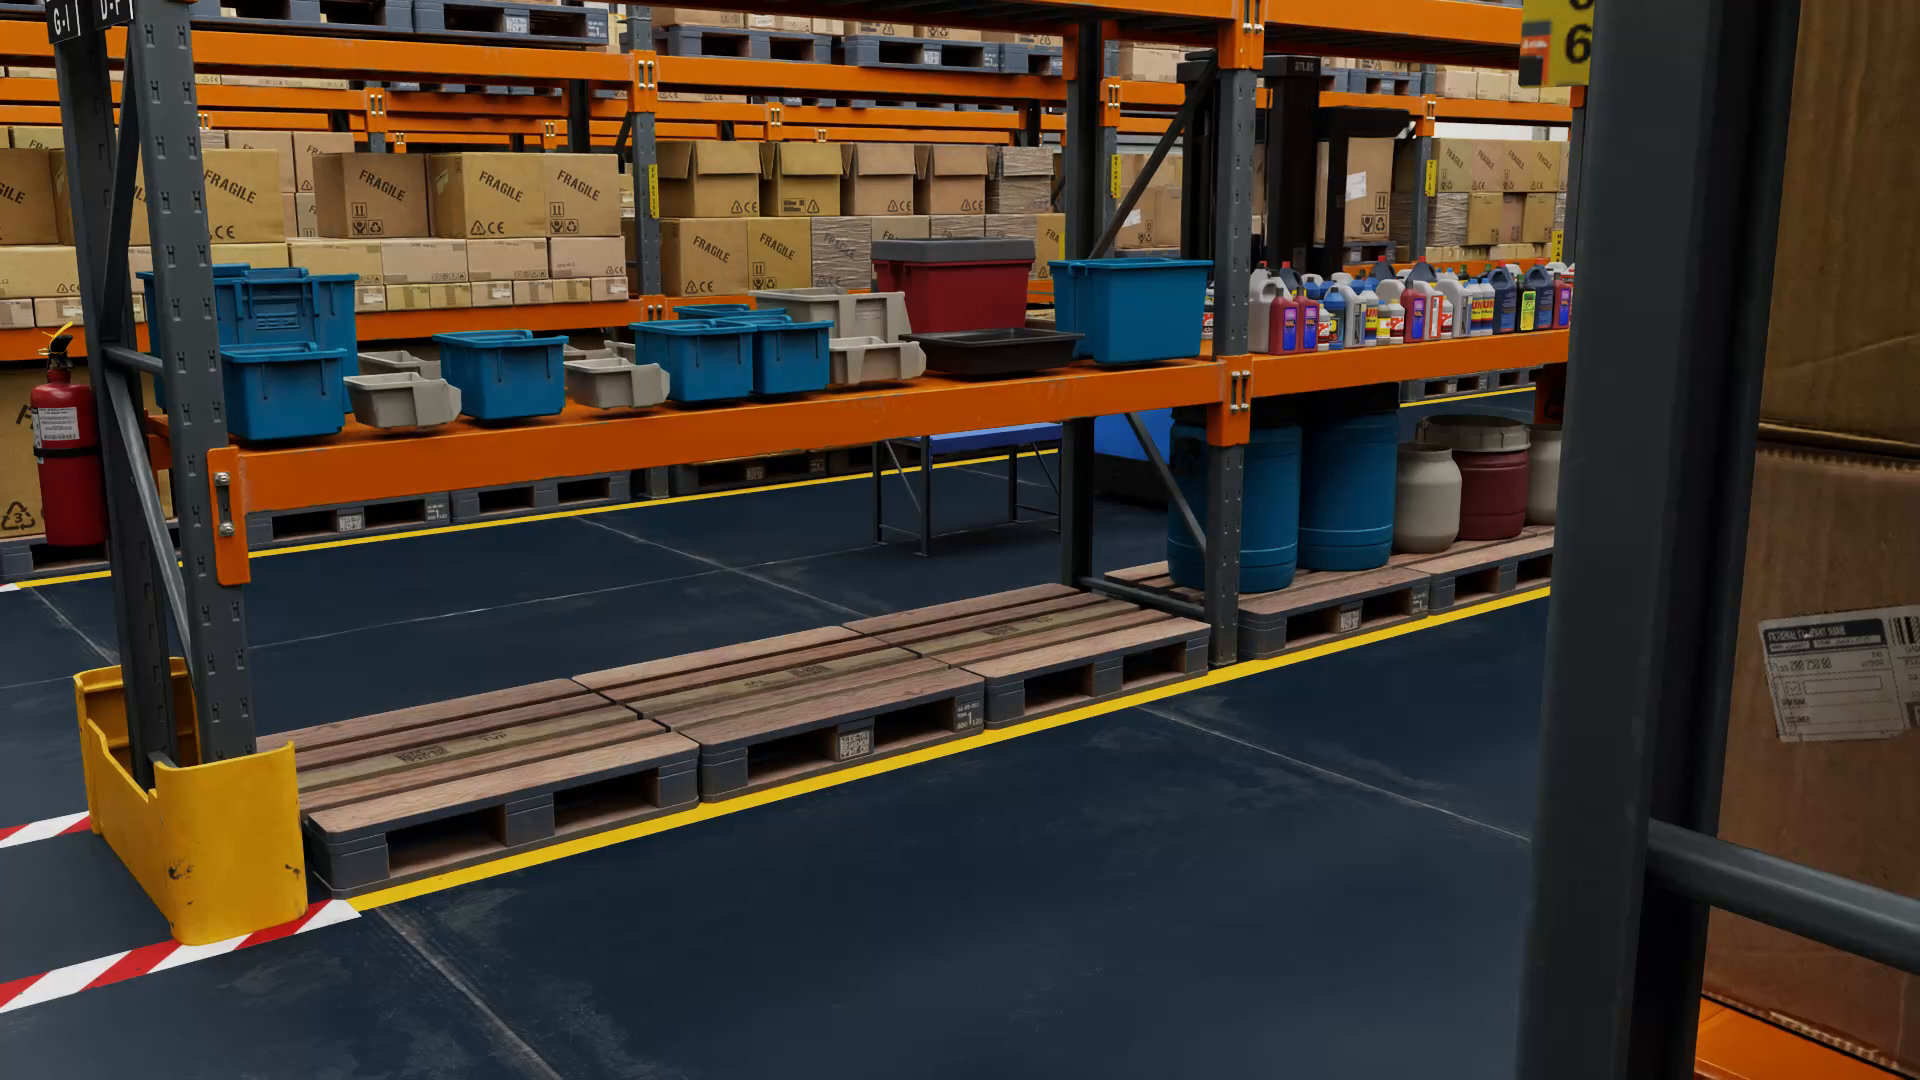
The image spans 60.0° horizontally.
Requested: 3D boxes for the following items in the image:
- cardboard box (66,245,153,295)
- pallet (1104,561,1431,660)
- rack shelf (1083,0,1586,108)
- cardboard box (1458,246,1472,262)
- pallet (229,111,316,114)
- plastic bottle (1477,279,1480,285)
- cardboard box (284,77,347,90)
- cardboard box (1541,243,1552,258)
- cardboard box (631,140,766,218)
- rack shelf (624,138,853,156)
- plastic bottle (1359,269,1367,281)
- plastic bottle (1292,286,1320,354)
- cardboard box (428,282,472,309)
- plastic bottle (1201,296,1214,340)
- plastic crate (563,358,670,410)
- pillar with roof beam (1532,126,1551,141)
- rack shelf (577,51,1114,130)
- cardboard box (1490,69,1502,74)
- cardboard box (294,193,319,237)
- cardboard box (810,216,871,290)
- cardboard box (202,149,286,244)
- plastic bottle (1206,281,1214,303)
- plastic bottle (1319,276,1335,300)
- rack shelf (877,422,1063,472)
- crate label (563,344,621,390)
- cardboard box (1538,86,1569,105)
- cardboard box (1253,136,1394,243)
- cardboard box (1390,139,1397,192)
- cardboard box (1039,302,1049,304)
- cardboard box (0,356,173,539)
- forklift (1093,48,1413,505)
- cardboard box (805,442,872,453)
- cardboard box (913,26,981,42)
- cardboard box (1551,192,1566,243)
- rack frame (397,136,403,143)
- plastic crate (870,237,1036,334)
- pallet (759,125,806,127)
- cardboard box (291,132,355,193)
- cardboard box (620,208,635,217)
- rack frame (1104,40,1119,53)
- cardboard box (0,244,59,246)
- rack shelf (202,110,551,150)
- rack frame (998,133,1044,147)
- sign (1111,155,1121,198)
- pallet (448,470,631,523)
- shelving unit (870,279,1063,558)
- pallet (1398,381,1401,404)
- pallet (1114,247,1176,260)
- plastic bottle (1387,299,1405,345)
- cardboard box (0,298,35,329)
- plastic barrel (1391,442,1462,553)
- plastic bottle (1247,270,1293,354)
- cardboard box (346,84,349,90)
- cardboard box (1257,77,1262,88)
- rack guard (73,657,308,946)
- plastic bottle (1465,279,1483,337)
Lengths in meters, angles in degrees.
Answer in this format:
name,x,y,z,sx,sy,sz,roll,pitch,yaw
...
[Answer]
name,x,y,z,sx,sy,sz,roll,pitch,yaw
cardboard box,-4.446,-1.453,8.894,0.500,0.250,0.500,-10,15,-38
pallet,1.455,0.261,7.890,1.213,0.211,1.003,-9,15,-38
rack shelf,2.388,-2.384,8.146,4.000,0.370,1.077,-9,15,-38
cardboard box,4.716,-2.774,16.077,0.250,0.149,0.380,-9,15,-38
pallet,-7.773,-4.921,18.820,1.217,0.209,0.805,-10,16,-40
plastic bottle,2.837,-1.340,9.194,0.097,0.201,0.097,0,12,0
cardboard box,-5.502,-3.917,13.992,0.500,0.250,0.500,-9,15,-36
cardboard box,5.904,-2.965,16.974,0.250,0.149,0.380,-9,15,-38
cardboard box,-1.774,-2.437,11.226,0.637,0.503,0.797,-10,16,-39
rack shelf,-3.754,-6.638,28.176,4.000,0.370,1.077,-9,15,-38
plastic bottle,2.050,-1.254,8.592,0.133,0.283,0.061,-9,15,-38
plastic bottle,1.484,-0.948,7.152,0.133,0.283,0.061,-9,15,-38
cardboard box,-3.104,-1.463,9.904,0.250,0.149,0.380,-9,15,-37
plastic bottle,1.148,-1.043,7.796,0.097,0.201,0.097,0,12,0
plastic crate,-1.066,-0.486,5.184,0.298,0.136,0.250,-9,15,-38
pillar with roof beam,18.131,-11.188,40.653,0.548,9.000,9.100,-9,15,-38
rack shelf,-0.706,-3.188,11.929,4.000,0.370,1.077,-9,15,-38
cardboard box,4.981,-4.548,16.006,0.250,0.149,0.380,-9,15,-36
cardboard box,-5.488,-2.716,14.241,0.500,0.500,0.500,-9,15,-38
cardboard box,-0.969,-2.011,11.637,0.500,0.500,0.500,-10,15,-39
cardboard box,-4.056,-1.884,9.120,0.500,0.500,0.500,-10,16,-39
plastic bottle,1.218,-1.100,7.884,0.135,0.276,0.152,-9,15,-38
plastic bottle,1.809,-1.162,8.191,0.097,0.271,0.097,0,12,0
rack shelf,0.067,-0.569,9.562,1.000,0.185,0.538,-9,15,-38
crate label,-1.336,-0.601,5.729,0.243,0.136,0.396,-9,15,-38
cardboard box,5.702,-4.463,16.567,0.500,0.250,0.500,-10,15,-39
cardboard box,3.272,-3.269,15.348,1.000,1.000,1.000,-9,15,-37
cardboard box,4.159,-3.637,16.173,0.500,0.500,0.500,-9,15,-38
cardboard box,0.531,-2.678,19.425,0.750,0.750,1.050,-10,15,-38
cardboard box,-4.941,-0.556,9.129,0.875,0.875,0.875,-9,15,-38
forklift,2.238,-1.834,11.209,3.031,2.935,1.130,-10,15,-39
cardboard box,-1.083,-1.181,12.074,0.875,0.875,1.225,-10,16,-40
cardboard box,-0.194,-3.836,12.000,0.500,0.500,0.500,-8,15,-35
cardboard box,5.923,-3.355,17.251,0.500,0.500,0.875,-9,15,-38
rack frame,-8.439,-4.744,24.747,0.127,3.000,1.000,-9,15,-38
plastic crate,-0.027,-0.995,6.794,0.583,0.464,0.402,-9,15,-38
pallet,-2.760,-5.771,22.814,1.003,0.211,1.213,-9,15,-38
cardboard box,-5.485,-3.209,14.155,0.500,0.500,0.500,-10,16,-40
cardboard box,-3.271,-3.072,15.750,0.250,0.149,0.380,-9,15,-36
rack frame,0.856,-5.266,12.765,0.127,3.000,1.000,-9,15,-38
cardboard box,-5.178,-1.472,8.983,0.500,0.250,0.500,-10,15,-39
rack shelf,-6.897,-4.795,19.499,4.000,0.370,1.077,-9,15,-38
rack frame,0.912,-4.977,25.846,0.127,3.000,1.000,-9,15,-38
sign,1.205,-2.808,12.846,0.005,0.325,0.100,-9,15,-38
pallet,-2.910,-0.363,10.829,1.213,0.211,1.003,-9,15,-38
shelving unit,0.067,-0.745,9.525,1.048,1.500,0.538,-9,15,-38
pallet,3.372,-1.385,15.645,1.213,0.211,1.003,-9,15,-38
pallet,1.346,-2.348,13.925,1.003,0.211,1.213,-9,15,-38
plastic bottle,1.972,-0.994,7.566,0.097,0.201,0.097,0,12,0
cardboard box,-4.908,-1.163,8.490,0.250,0.149,0.380,-9,15,-37
plastic barrel,2.312,-0.216,8.404,0.421,0.512,0.421,0,12,0
plastic bottle,1.336,-0.984,7.158,0.185,0.351,0.144,-9,15,-38
cardboard box,-7.076,-5.248,19.452,0.250,0.166,0.380,-8,14,-33
cardboard box,2.178,-3.880,13.820,0.500,0.250,0.500,-9,15,-36
rack guard,-2.307,0.738,4.951,0.348,0.500,1.175,-9,15,-38
plastic bottle,2.438,-1.106,7.923,0.097,0.271,0.097,0,12,0
